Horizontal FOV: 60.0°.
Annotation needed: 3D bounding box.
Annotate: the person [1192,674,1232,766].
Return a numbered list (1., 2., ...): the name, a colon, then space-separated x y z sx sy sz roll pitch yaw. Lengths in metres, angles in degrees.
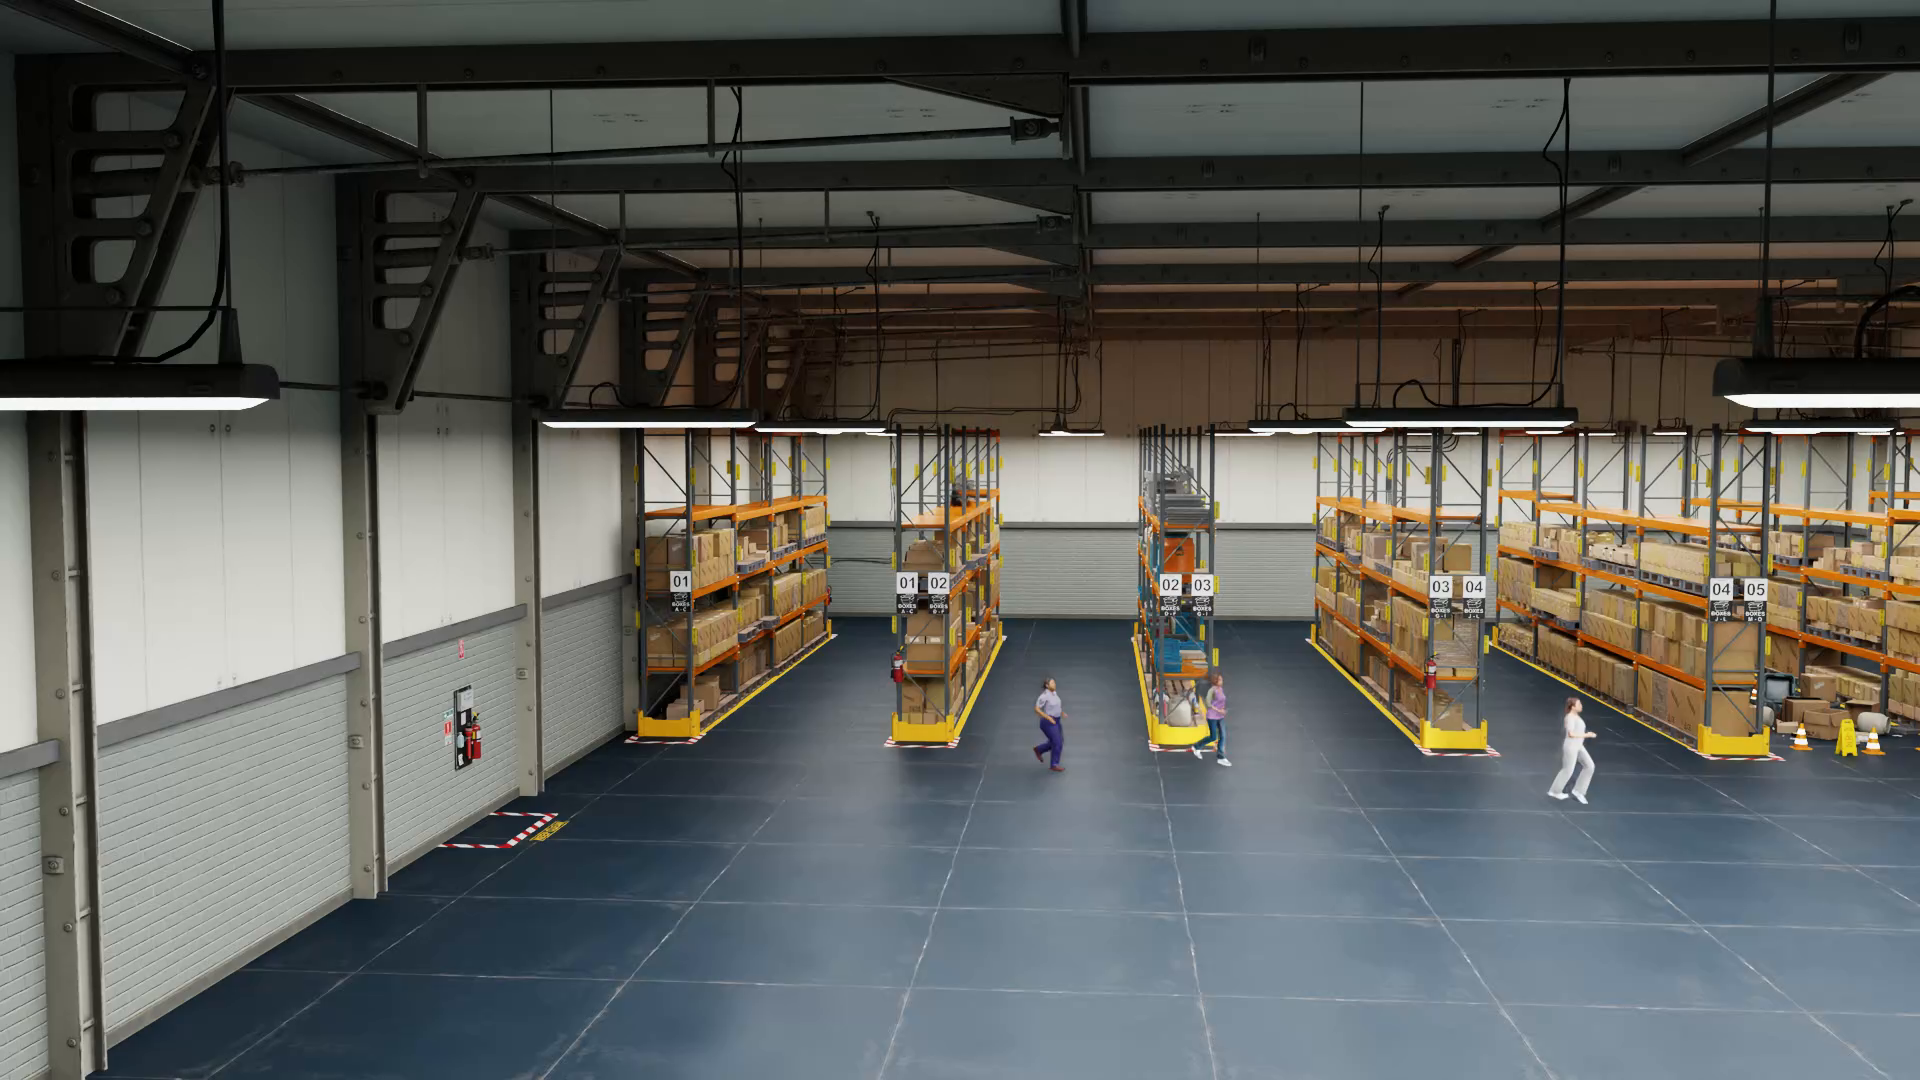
1. person: 4.464 3.149 29.305 0.746 1.604 0.566 3 4 38

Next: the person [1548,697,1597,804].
1. person: 9.625 3.307 26.096 0.731 1.710 0.542 3 4 36

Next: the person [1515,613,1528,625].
1. person: 16.097 2.039 47.469 0.544 1.563 0.766 2 4 26

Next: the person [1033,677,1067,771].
1. person: 1.531 3.172 28.745 0.688 1.599 0.613 2 4 30
